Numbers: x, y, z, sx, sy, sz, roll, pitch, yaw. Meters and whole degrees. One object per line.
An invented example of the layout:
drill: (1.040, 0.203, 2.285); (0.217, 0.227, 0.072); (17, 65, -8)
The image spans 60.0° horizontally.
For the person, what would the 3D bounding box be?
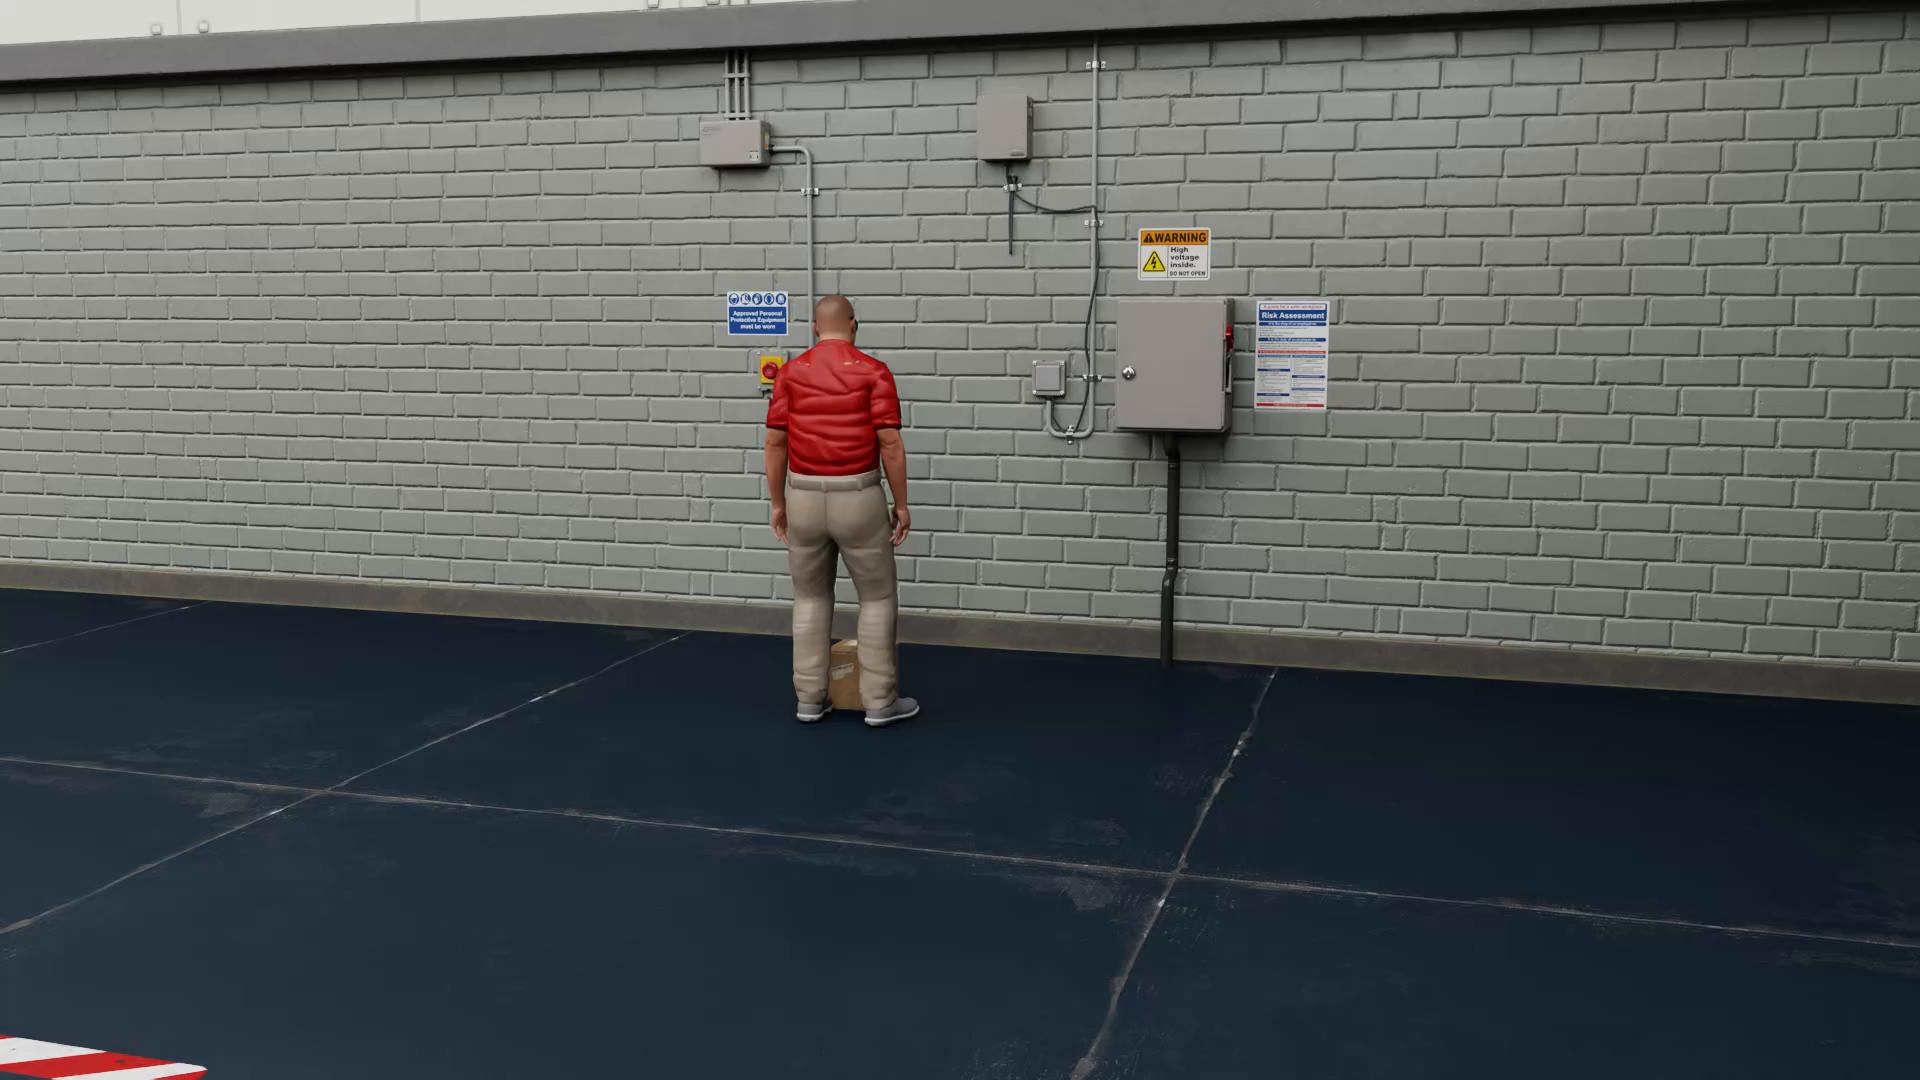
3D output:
person: (-0.486, -0.121, 6.718); (0.594, 1.725, 0.393); (2, 8, 13)
